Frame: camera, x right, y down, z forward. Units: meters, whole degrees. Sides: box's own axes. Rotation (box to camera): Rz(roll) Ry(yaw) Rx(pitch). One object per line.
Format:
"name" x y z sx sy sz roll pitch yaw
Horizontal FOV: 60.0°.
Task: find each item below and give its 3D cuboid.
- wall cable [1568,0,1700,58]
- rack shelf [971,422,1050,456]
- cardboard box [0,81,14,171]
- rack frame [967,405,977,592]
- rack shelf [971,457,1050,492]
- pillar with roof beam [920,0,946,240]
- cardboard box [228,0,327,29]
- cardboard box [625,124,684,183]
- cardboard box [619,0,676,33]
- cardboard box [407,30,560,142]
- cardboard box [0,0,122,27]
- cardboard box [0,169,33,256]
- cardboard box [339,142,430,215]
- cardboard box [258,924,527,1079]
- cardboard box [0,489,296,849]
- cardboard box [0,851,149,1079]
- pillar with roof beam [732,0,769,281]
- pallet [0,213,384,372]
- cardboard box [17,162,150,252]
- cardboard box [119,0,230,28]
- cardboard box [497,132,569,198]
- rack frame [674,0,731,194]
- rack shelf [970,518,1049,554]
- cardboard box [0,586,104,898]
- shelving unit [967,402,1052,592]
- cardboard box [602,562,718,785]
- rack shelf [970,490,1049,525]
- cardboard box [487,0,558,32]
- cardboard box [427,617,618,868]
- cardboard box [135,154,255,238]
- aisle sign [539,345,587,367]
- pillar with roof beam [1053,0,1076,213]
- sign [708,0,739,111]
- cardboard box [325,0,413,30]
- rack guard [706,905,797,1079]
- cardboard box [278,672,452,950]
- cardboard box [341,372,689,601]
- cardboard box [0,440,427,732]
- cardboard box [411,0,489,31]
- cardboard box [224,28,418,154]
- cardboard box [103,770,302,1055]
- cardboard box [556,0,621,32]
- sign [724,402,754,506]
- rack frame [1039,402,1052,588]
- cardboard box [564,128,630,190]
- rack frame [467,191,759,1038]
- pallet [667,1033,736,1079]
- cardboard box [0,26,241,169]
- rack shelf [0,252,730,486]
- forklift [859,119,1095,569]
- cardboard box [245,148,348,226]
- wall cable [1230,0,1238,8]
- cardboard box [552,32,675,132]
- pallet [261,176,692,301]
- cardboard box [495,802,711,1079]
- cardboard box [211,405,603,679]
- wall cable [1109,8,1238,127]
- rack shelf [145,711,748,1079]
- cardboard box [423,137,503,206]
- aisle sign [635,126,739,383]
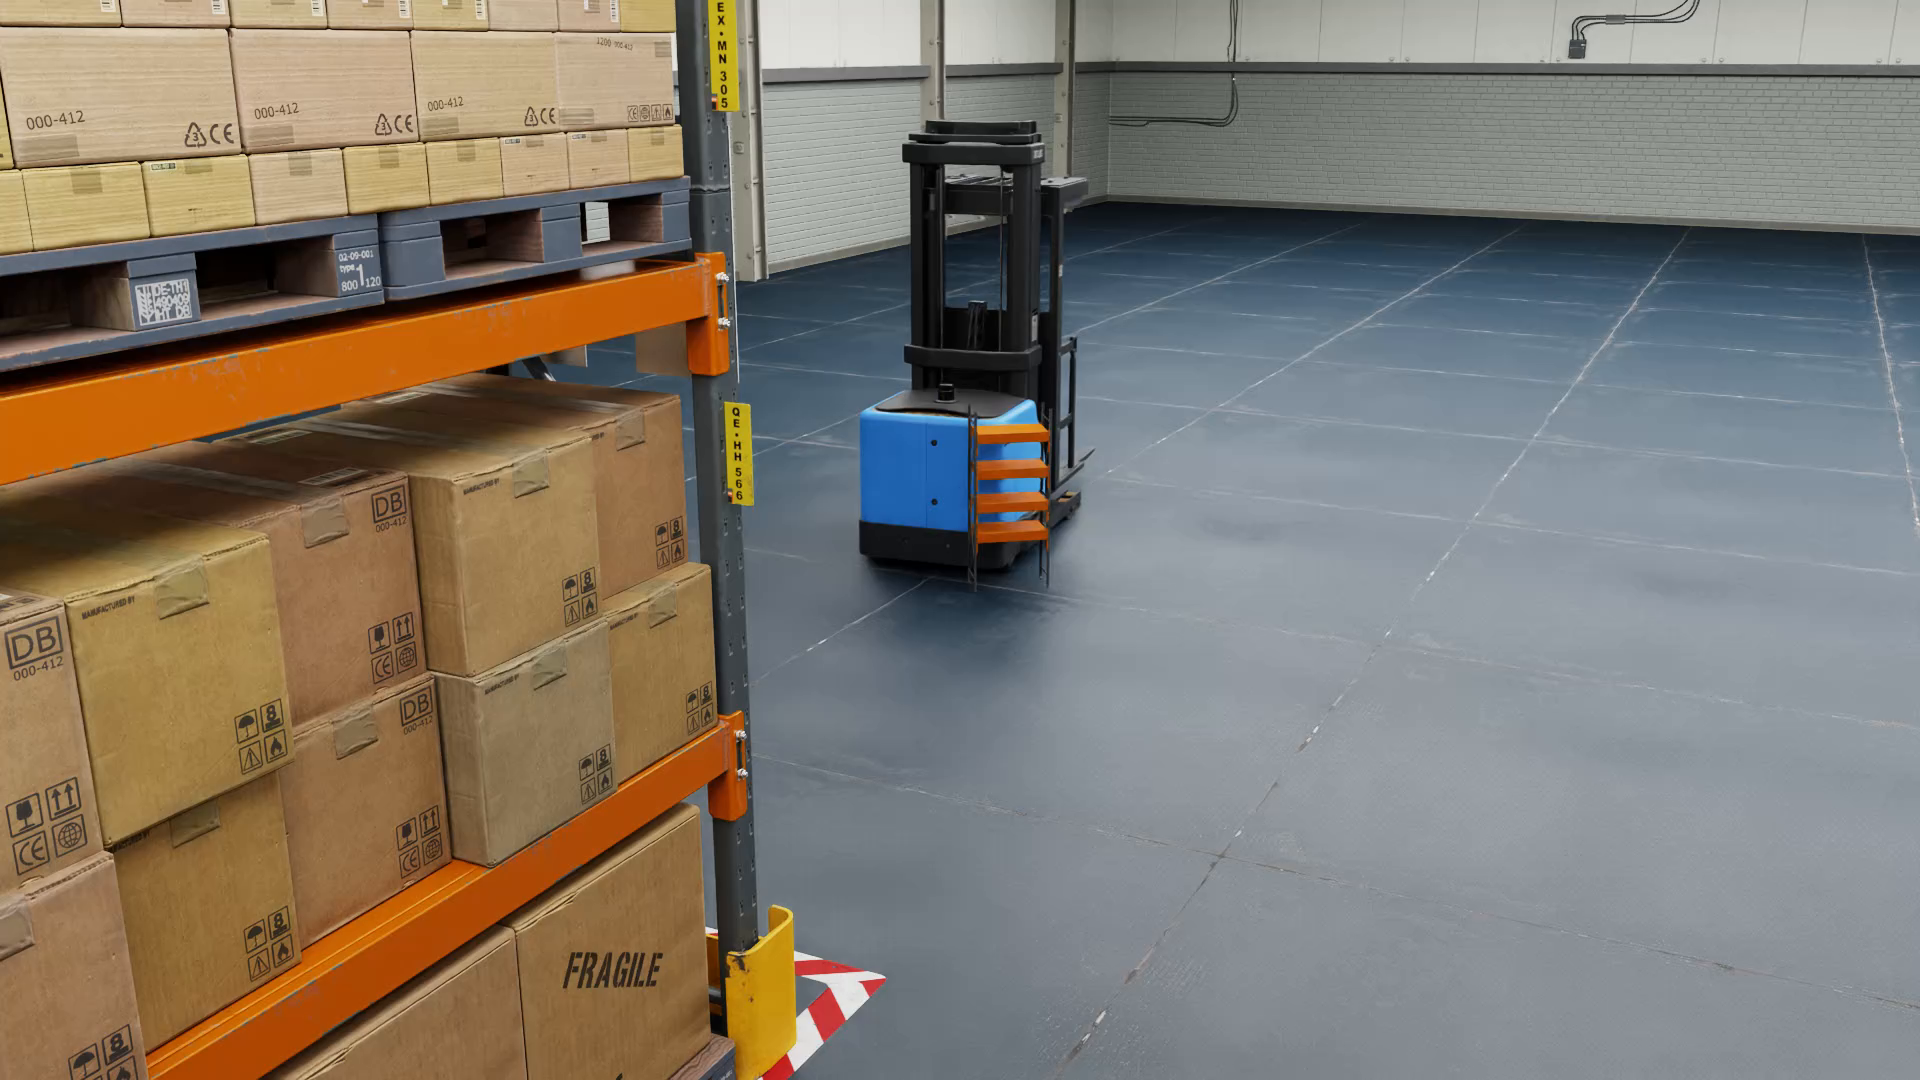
"wall cable" 13.183 -12.363 31.869 2.305 6.003 0.169 8 18 25
"rack shelf" 0.320 -0.656 10.742 0.480 0.148 0.258 -3 17 -10
"cardboard box" -2.043 -0.758 2.868 0.500 0.250 0.500 8 18 25
"rack frame" 0.079 -0.267 10.814 0.015 1.200 0.240 -3 17 -10
"rack shelf" 0.320 -0.429 10.811 0.480 0.148 0.258 -3 17 -10
"pillar with roof beam" 3.368 -9.286 27.484 9.100 9.000 0.400 8 18 25
"cardboard box" -1.589 -1.169 3.551 0.380 0.149 0.250 8 18 25
"cardboard box" -1.019 -1.112 4.759 0.380 0.149 0.250 8 18 25
"cardboard box" -1.021 -1.493 4.641 0.380 0.149 0.250 8 18 26
"cardboard box" -1.367 -1.143 4.164 0.500 0.250 0.500 8 18 25
"cardboard box" -1.815 -1.040 3.116 0.380 0.149 0.250 8 18 25
"cardboard box" -1.927 -0.595 3.018 0.380 0.149 0.250 8 18 25
"cardboard box" -1.474 -0.852 3.886 0.380 0.149 0.250 8 18 25
"cardboard box" -1.809 1.550 4.532 0.875 0.875 0.875 8 18 25
"cardboard box" -2.030 0.256 3.734 0.875 0.550 0.500 8 18 25
"cardboard box" -2.235 0.913 3.418 0.875 0.550 0.550 8 18 25
"pillar with roof beam" 0.687 -7.758 22.338 9.100 9.000 0.400 8 18 25
"pallet" -2.040 -0.566 3.549 1.003 0.211 1.213 8 18 25
"cardboard box" -1.815 -0.658 3.230 0.380 0.149 0.250 8 18 26
"cardboard box" -1.703 -1.104 3.333 0.380 0.149 0.250 8 18 26
"cardboard box" -1.247 -0.982 4.322 0.380 0.149 0.250 8 18 26
"rack frame" -1.174 -2.549 4.800 1.000 3.000 0.127 8 18 25
"rack shelf" 0.319 -0.025 10.933 0.480 0.148 0.258 -3 17 -10
"cardboard box" -2.260 0.392 3.276 0.875 0.550 0.550 8 18 25
"shelving unit" 0.319 -0.280 10.856 0.503 1.200 0.258 -3 17 -10
"cardboard box" -1.299 0.356 5.295 0.875 0.550 0.550 8 18 25
"rack shelf" 0.319 -0.215 10.876 0.480 0.148 0.258 -3 17 -10
"cardboard box" -1.248 -1.364 4.208 0.380 0.149 0.250 8 19 26
"cardboard box" -1.526 0.498 4.814 0.875 0.550 0.550 8 18 25
"cardboard box" -1.701 -0.723 3.451 0.380 0.149 0.250 8 18 26
"aisle sign" -1.411 -0.975 5.474 0.394 0.787 0.004 8 18 25
"pillar with roof beam" 6.049 -10.814 32.629 9.100 9.000 0.400 8 18 25
"sign" -0.695 -1.425 4.868 0.100 0.325 0.005 8 18 25
"cardboard box" -1.475 -1.234 3.772 0.380 0.149 0.250 8 18 26
"rack guard" -1.163 1.519 6.031 1.175 0.500 0.348 8 18 25
"cardboard box" -1.888 0.625 4.388 0.875 0.550 0.550 8 18 25
"cardboard box" -1.375 -0.173 5.178 0.875 0.550 0.550 8 18 25
"cardboard box" -1.910 0.104 4.244 0.875 0.550 0.550 8 18 25
"cardboard box" -1.363 -1.298 3.985 0.380 0.149 0.250 8 19 26
"cardboard box" -1.592 -1.015 3.734 0.500 0.250 0.500 8 18 25
"cardboard box" -2.088 0.765 3.916 0.875 0.550 0.500 8 18 25
"cardboard box" -1.134 -1.429 4.428 0.380 0.149 0.250 8 18 26
"sign" -0.695 -0.269 5.211 0.100 0.325 0.005 8 18 25
"rack frame" 0.559 -0.292 10.898 0.015 1.200 0.240 -3 17 -10
"cardboard box" -1.133 -1.048 4.543 0.380 0.149 0.250 8 18 26
"rack frame" -1.174 0.327 5.654 1.000 3.000 0.127 8 18 25
"pallet" -1.461 1.878 5.332 1.003 0.211 1.213 8 18 25
"cardboard box" -1.818 -0.887 3.302 0.500 0.250 0.500 8 18 26
"rack shelf" -2.068 -0.256 3.615 1.077 0.370 4.000 8 18 25
"forklift" 0.288 -1.590 12.229 1.130 2.935 3.031 6 18 19
"cardboard box" -1.588 -0.788 3.669 0.380 0.149 0.250 8 18 26
"wall cable" 7.118 -12.532 34.998 3.097 2.526 0.112 8 18 25
"cardboard box" -1.143 -1.270 4.593 0.500 0.250 0.500 8 18 26
"pallet" -1.496 -0.878 4.599 1.003 0.211 1.213 8 18 25
"cardboard box" -1.418 1.326 5.287 0.875 0.875 0.875 8 18 26
"cardboard box" -1.538 -0.021 4.666 0.875 0.550 0.550 8 18 25
"wall cable" 4.697 -10.456 36.875 3.097 2.526 0.112 8 18 25
"rack shelf" -2.068 1.182 4.042 1.077 0.370 4.000 8 18 25
"cardboard box" -1.360 -0.918 4.106 0.380 0.149 0.250 8 18 26
"aisle sign" -0.874 -0.899 5.217 0.394 0.787 0.004 8 18 25
